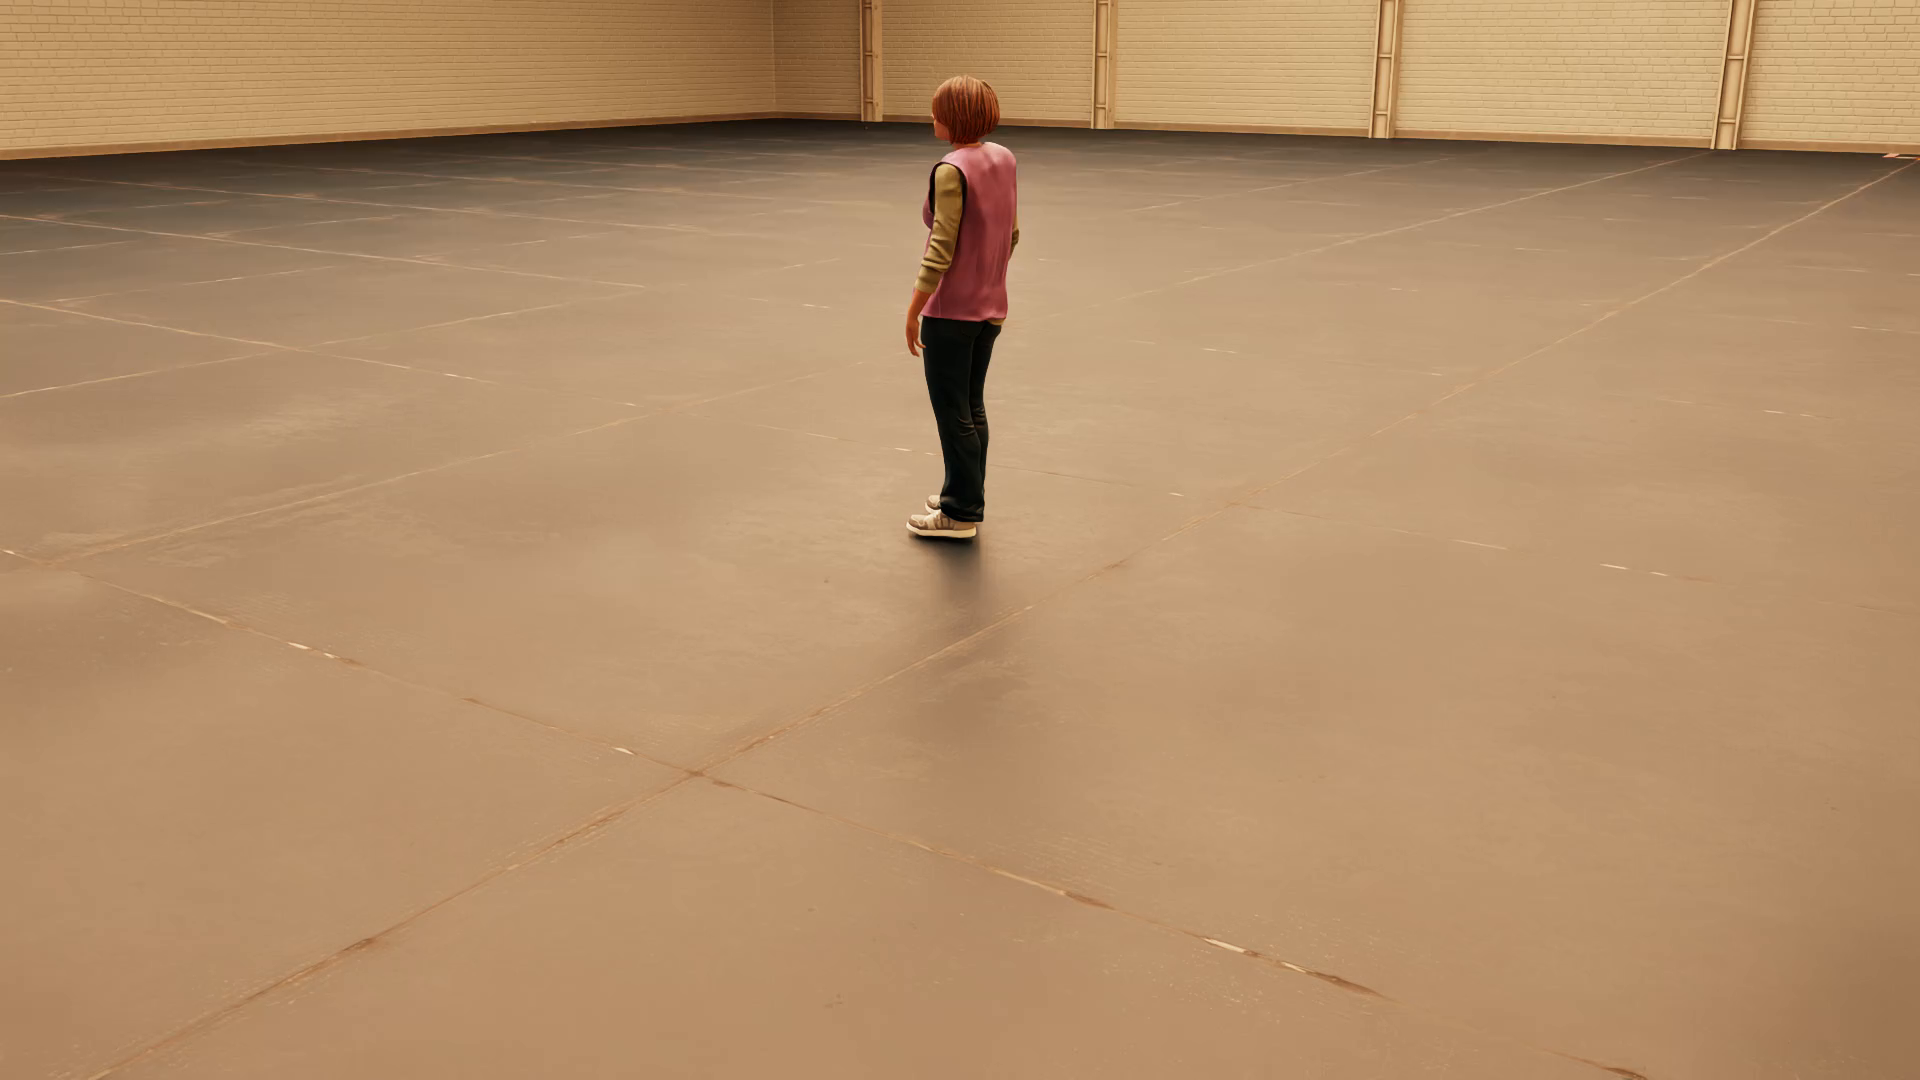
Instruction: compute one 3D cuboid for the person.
[{"bbox_3d":[-0.052,-0.788,5.769,0.476,1.597,0.520,11,20,33],"label":"person"}]
